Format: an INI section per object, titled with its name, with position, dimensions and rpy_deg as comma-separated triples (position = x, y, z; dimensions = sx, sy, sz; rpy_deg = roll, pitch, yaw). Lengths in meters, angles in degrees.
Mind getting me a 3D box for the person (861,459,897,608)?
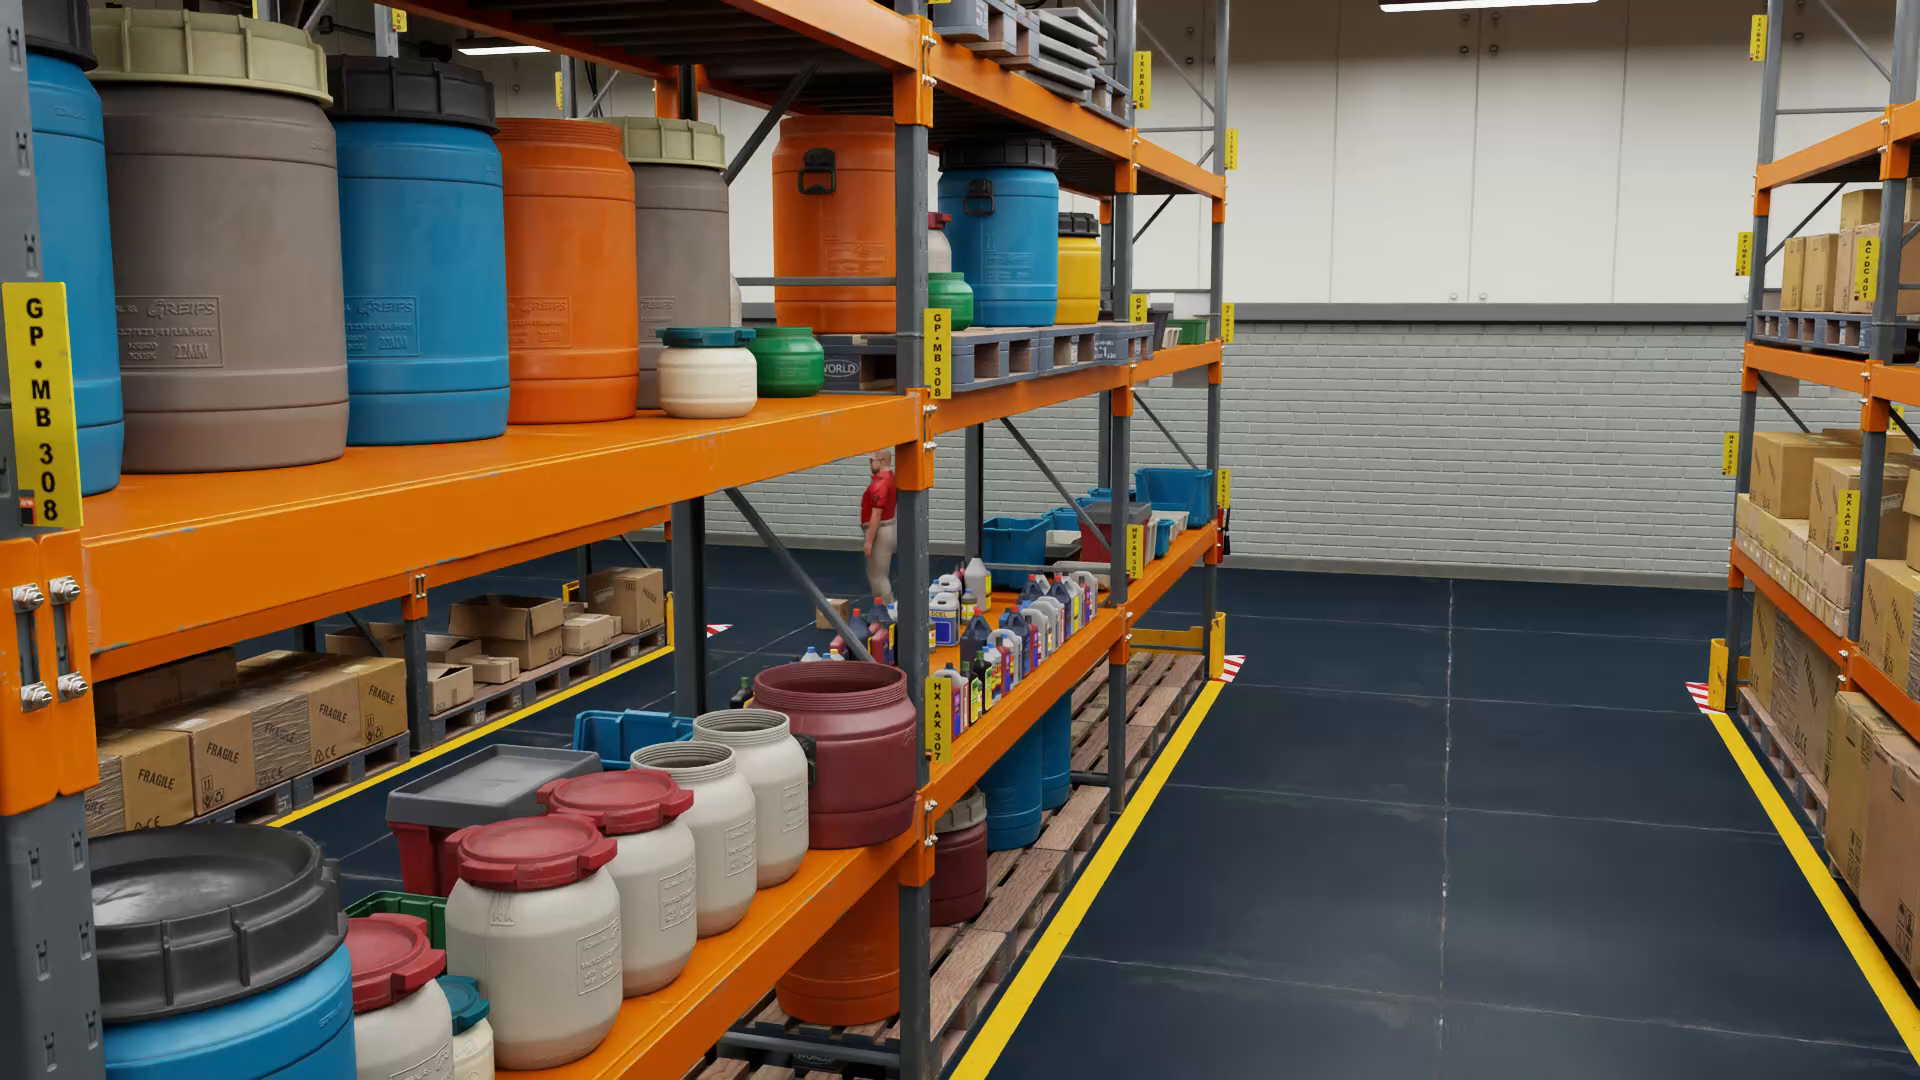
[person]
position = -0.764, -0.005, 15.852
dimensions = 0.370, 1.549, 0.425
rpy_deg = 2, 9, 16
